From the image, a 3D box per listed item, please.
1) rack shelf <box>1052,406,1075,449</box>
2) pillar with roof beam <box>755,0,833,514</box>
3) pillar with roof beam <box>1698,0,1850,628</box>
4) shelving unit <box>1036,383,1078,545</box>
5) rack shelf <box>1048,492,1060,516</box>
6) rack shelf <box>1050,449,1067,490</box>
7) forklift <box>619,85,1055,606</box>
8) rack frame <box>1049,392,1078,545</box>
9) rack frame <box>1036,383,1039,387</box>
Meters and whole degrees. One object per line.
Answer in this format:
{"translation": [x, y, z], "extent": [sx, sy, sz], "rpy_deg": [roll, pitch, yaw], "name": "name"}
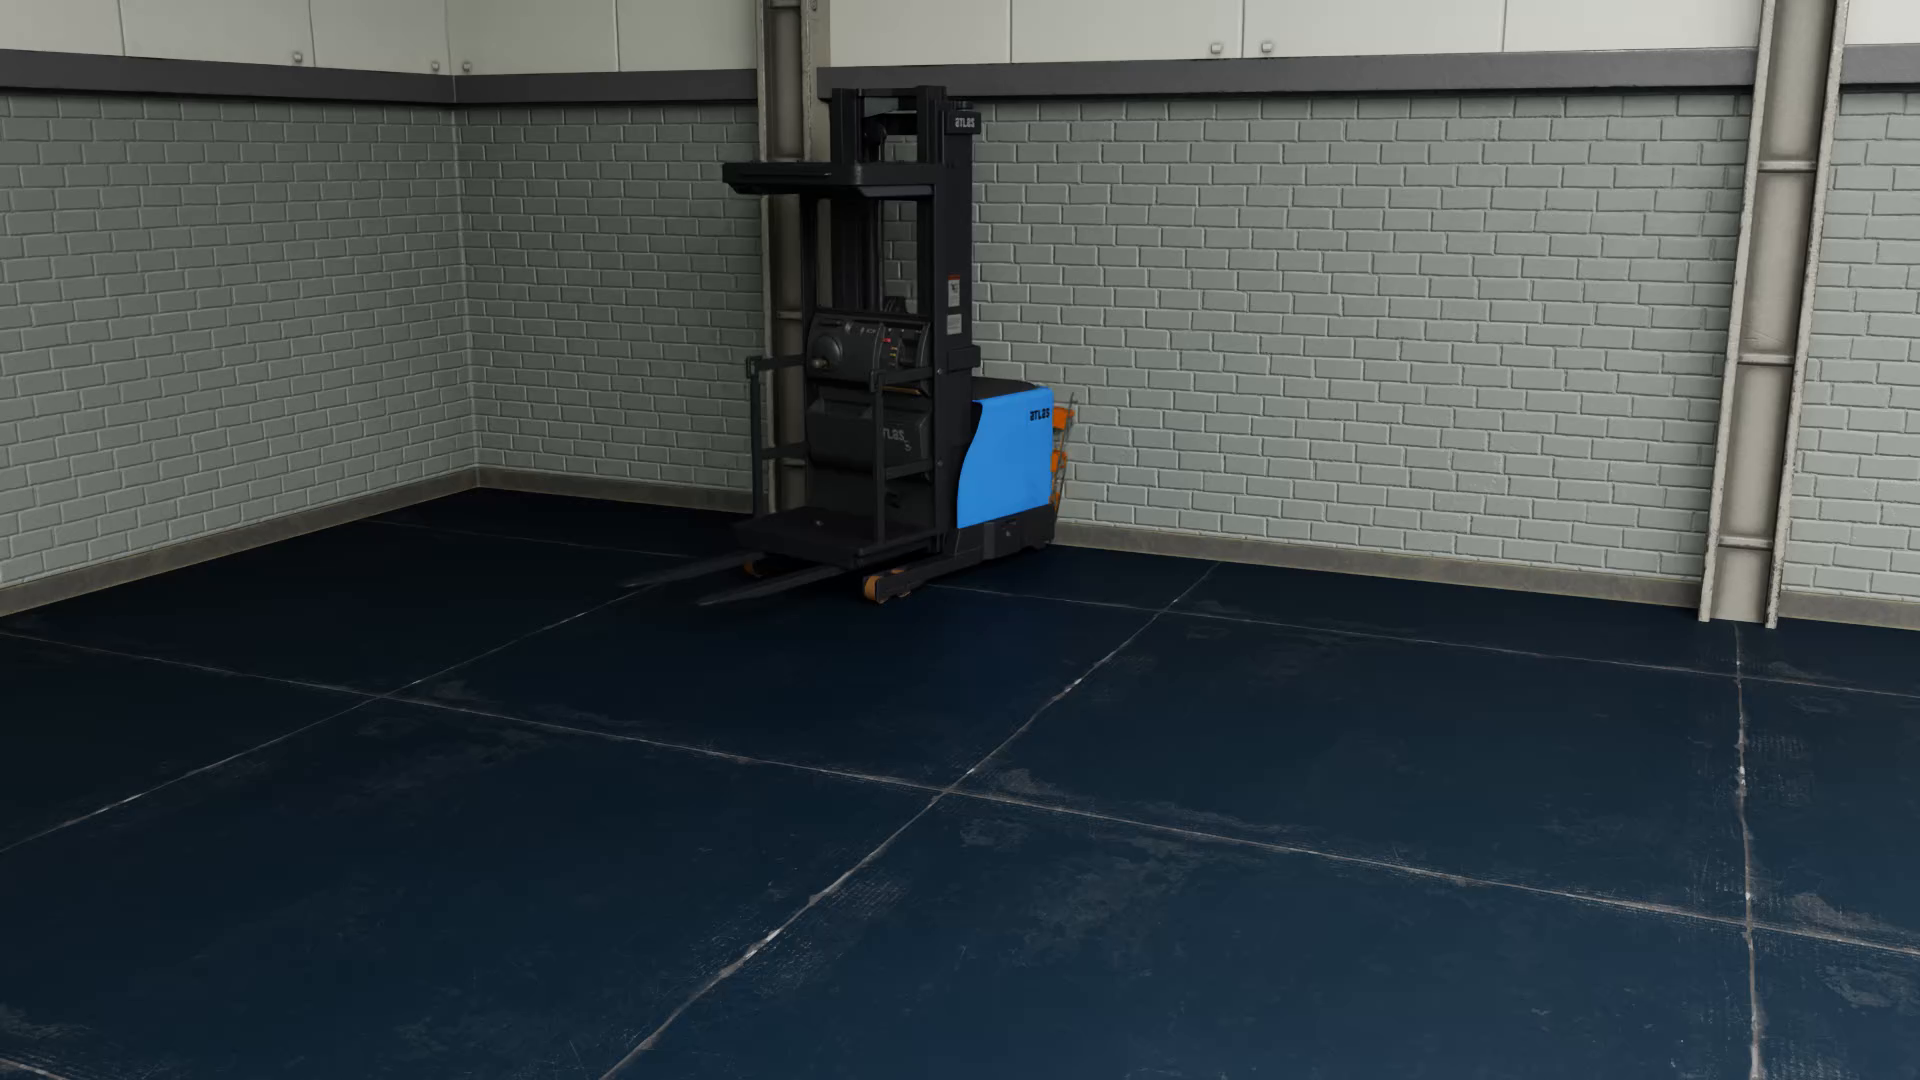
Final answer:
{"translation": [0.606, -0.758, 10.907], "extent": [0.240, 0.259, 0.215], "rpy_deg": [15, 13, 19], "name": "rack shelf"}
{"translation": [-2.847, -3.599, 6.893], "extent": [0.400, 9.000, 9.100], "rpy_deg": [6, 14, 23], "name": "pillar with roof beam"}
{"translation": [2.639, -3.044, 4.527], "extent": [0.400, 9.000, 9.100], "rpy_deg": [6, 14, 23], "name": "pillar with roof beam"}
{"translation": [0.557, -0.496, 10.967], "extent": [0.252, 1.050, 0.215], "rpy_deg": [15, 13, 19], "name": "shelving unit"}
{"translation": [0.505, -0.219, 11.029], "extent": [0.240, 0.259, 0.215], "rpy_deg": [15, 13, 19], "name": "rack shelf"}
{"translation": [0.555, -0.486, 10.969], "extent": [0.240, 0.259, 0.215], "rpy_deg": [15, 13, 19], "name": "rack shelf"}
{"translation": [-0.689, -1.184, 9.886], "extent": [1.130, 2.935, 3.031], "rpy_deg": [10, 17, 37], "name": "forklift"}
{"translation": [0.668, -0.466, 10.926], "extent": [0.008, 1.050, 0.200], "rpy_deg": [15, 13, 19], "name": "rack frame"}
{"translation": [0.446, -0.526, 11.007], "extent": [0.008, 1.050, 0.200], "rpy_deg": [15, 13, 19], "name": "rack frame"}
